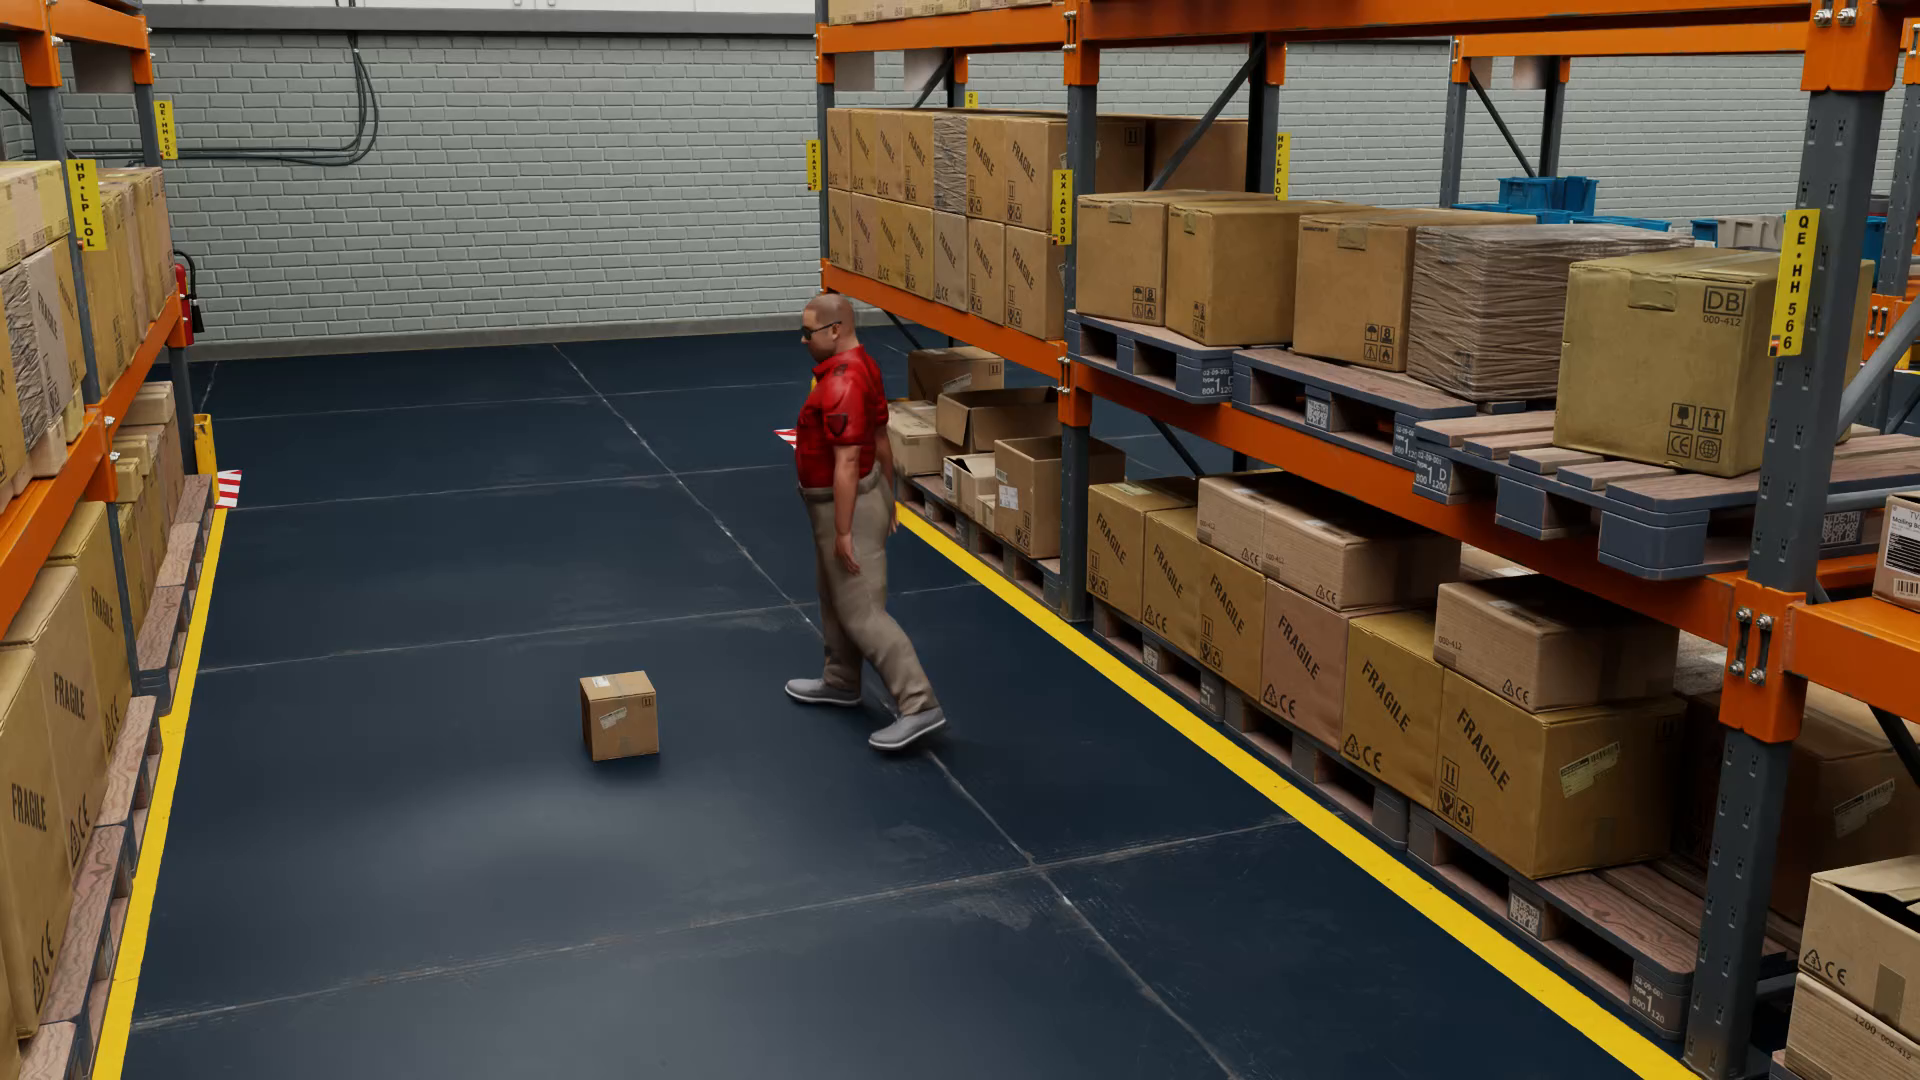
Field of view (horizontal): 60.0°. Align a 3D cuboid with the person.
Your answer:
[{"bbox_3d":[-0.394,-0.091,6.378,0.703,1.702,0.685,1,16,4],"label":"person"}]
